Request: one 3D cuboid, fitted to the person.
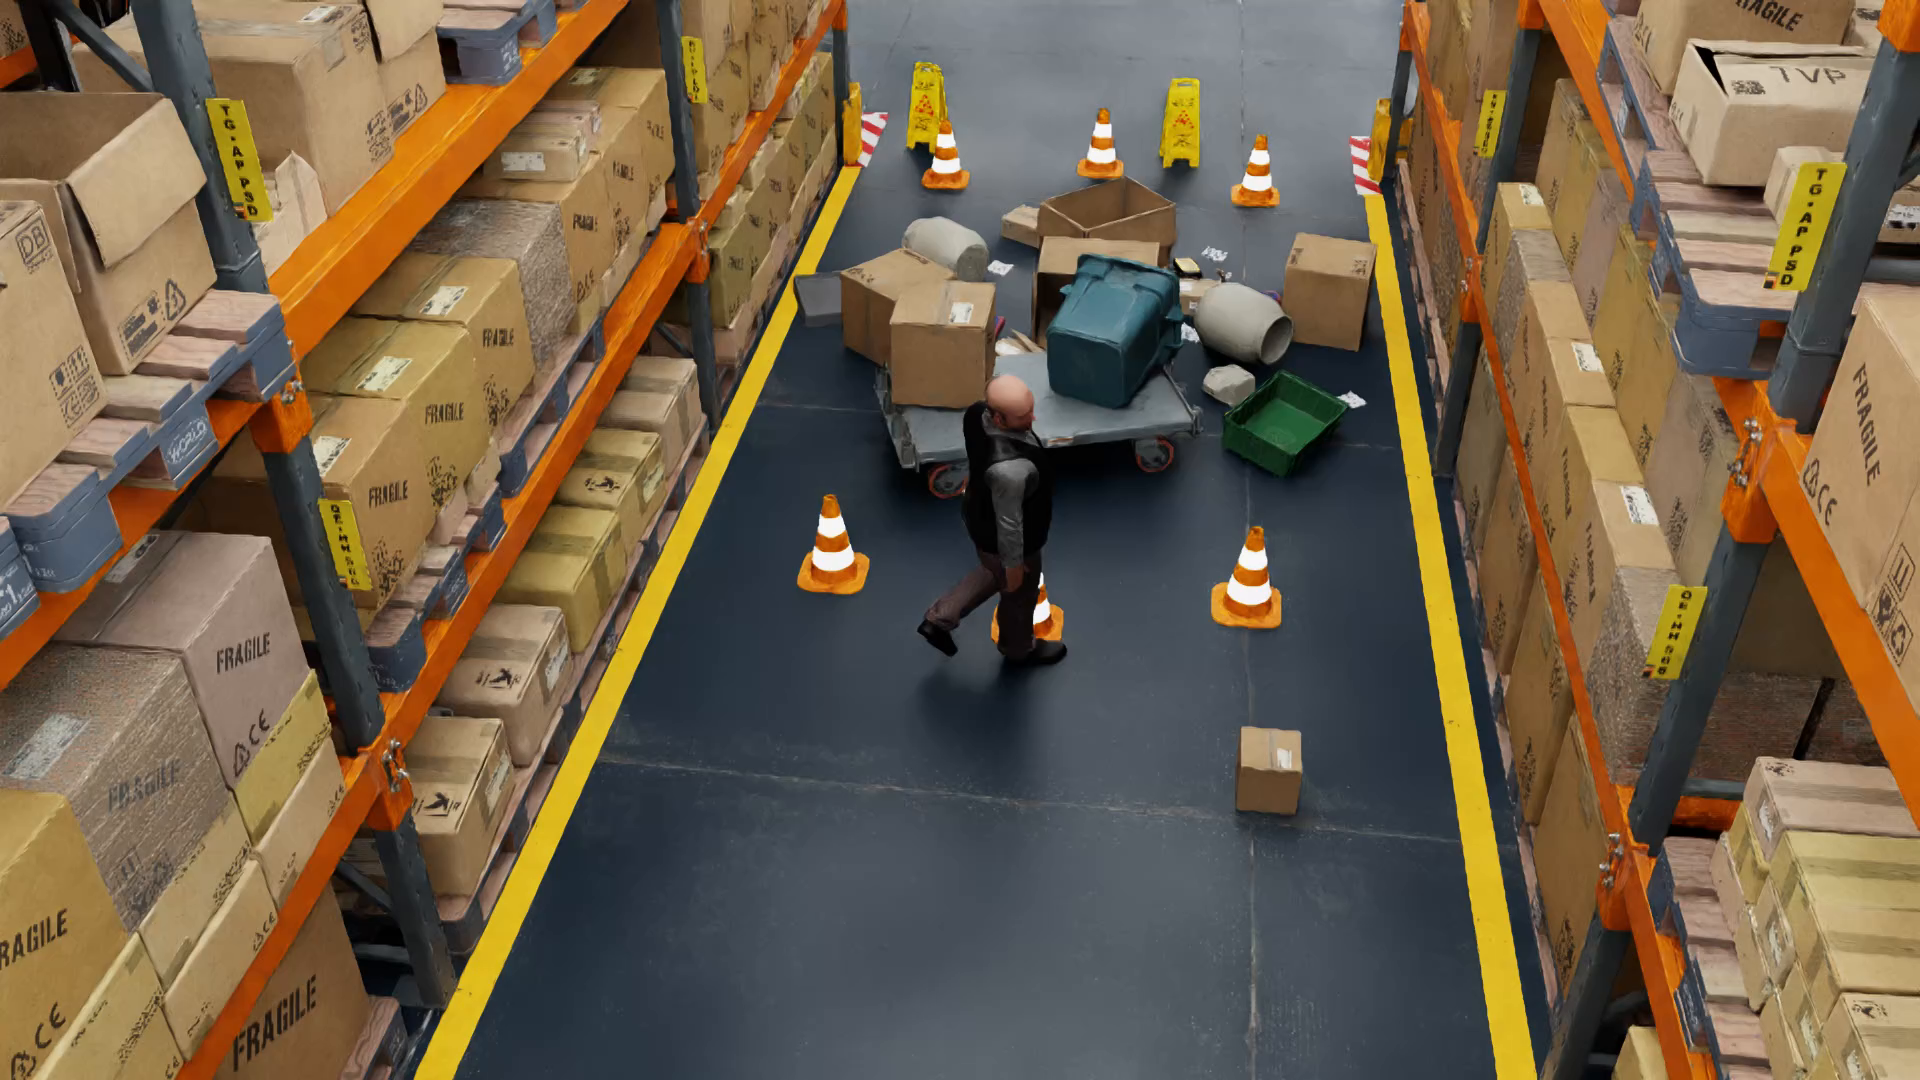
[{"bbox_3d":[0.188,-0.026,7.121,0.717,1.685,0.592,-9,37,-13],"label":"person"}]
